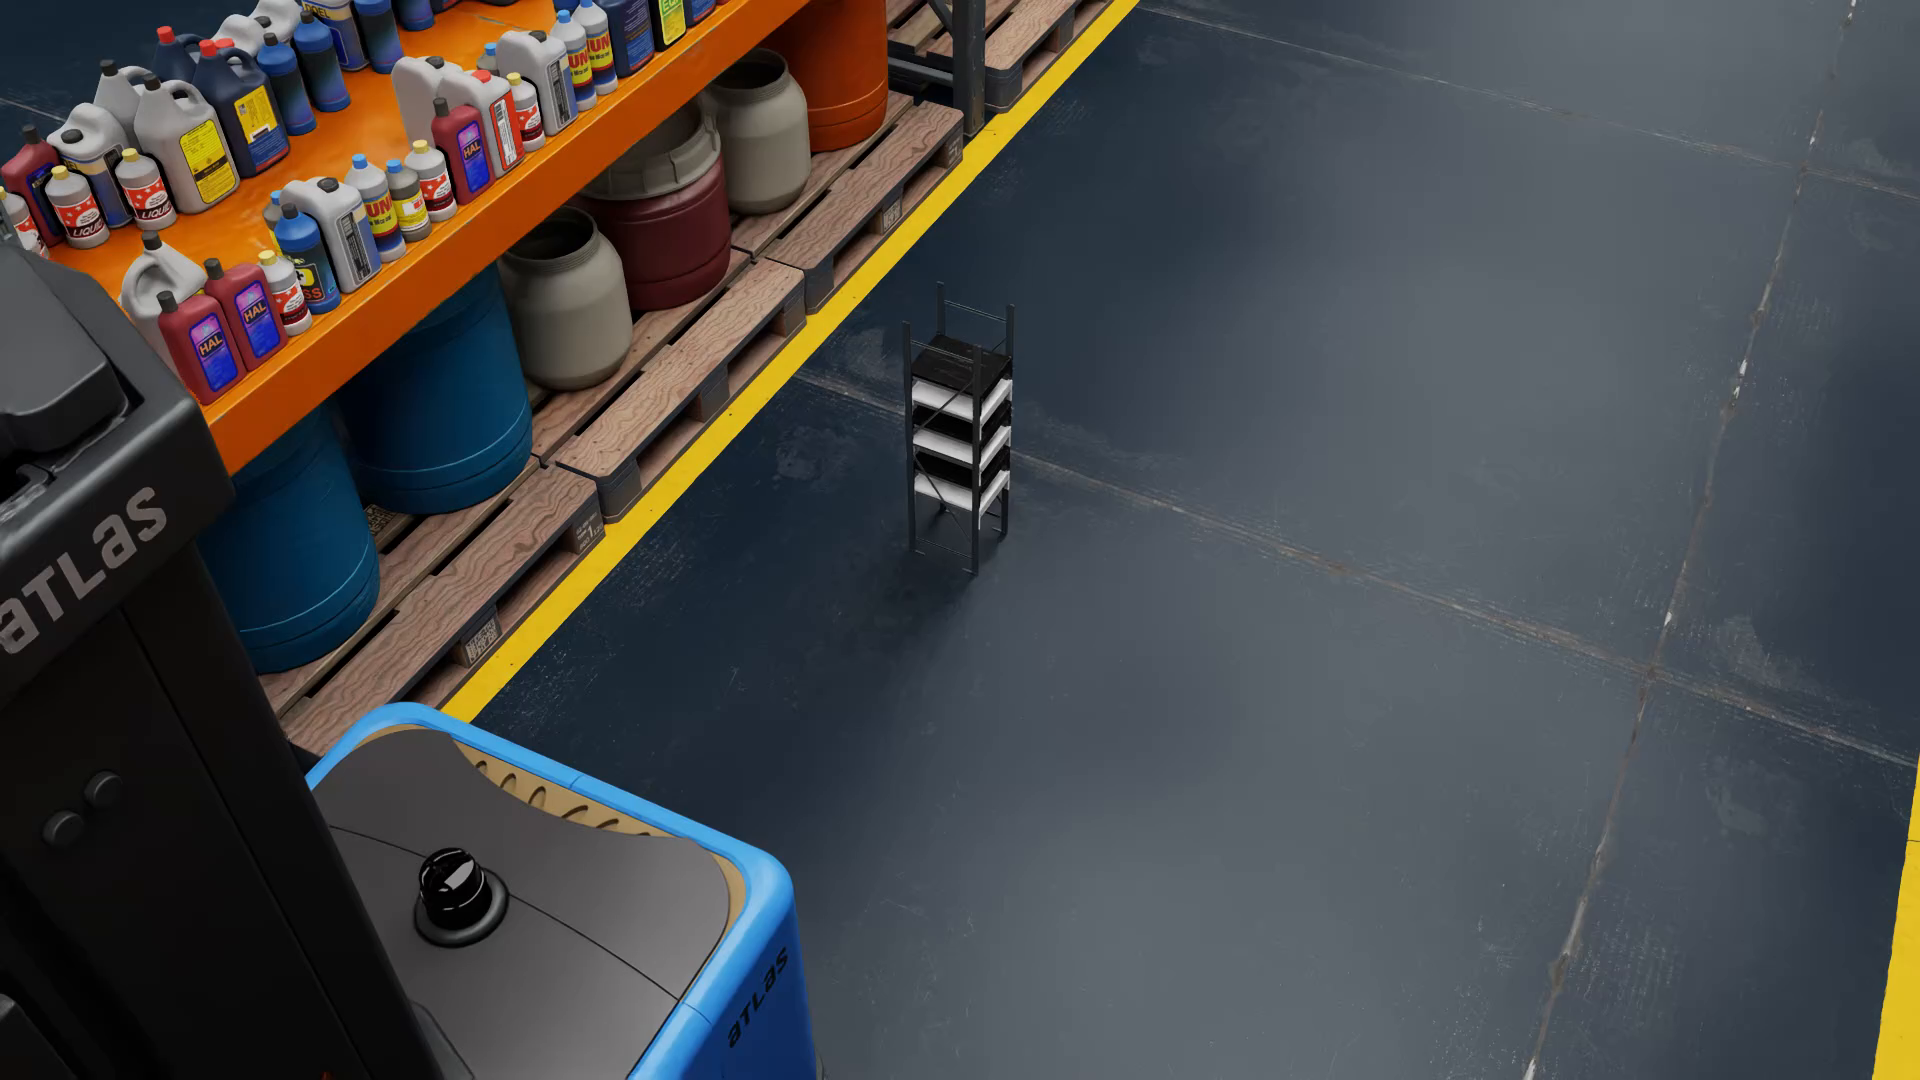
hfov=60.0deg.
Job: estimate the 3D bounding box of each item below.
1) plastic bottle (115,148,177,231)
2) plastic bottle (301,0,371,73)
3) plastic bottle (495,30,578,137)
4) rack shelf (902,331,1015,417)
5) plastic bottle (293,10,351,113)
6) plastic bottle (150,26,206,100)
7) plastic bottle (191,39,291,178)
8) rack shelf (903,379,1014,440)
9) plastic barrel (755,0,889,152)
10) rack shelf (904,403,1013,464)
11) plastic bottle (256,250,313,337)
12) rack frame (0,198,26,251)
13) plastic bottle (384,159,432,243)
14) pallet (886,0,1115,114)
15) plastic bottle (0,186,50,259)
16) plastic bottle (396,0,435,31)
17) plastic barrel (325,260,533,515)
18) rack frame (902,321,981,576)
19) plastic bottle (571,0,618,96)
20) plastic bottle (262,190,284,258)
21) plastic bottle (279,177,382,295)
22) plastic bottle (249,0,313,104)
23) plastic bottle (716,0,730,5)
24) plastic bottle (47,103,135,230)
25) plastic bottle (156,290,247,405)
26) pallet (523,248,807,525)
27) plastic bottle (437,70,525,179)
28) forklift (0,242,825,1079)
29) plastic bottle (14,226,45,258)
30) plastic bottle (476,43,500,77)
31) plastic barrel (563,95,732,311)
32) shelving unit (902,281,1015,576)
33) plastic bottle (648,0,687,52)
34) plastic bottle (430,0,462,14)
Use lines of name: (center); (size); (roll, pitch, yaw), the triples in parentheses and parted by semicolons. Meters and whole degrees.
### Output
plastic bottle: (-2.039, -0.882, 4.152); (0.097, 0.201, 0.097); (0, 45, 0)
plastic bottle: (-1.754, -1.486, 4.697); (0.152, 0.276, 0.135); (20, 49, 19)
plastic bottle: (-1.135, -1.247, 4.461); (0.152, 0.276, 0.135); (20, 49, 19)
rack shelf: (-0.004, -0.478, 4.757); (0.258, 0.077, 0.200); (20, 49, 19)
plastic bottle: (-1.742, -1.309, 4.525); (0.097, 0.271, 0.097); (0, 45, 0)
plastic bottle: (-2.002, -1.182, 4.344); (0.144, 0.351, 0.185); (20, 49, 19)
plastic bottle: (-1.874, -1.134, 4.297); (0.144, 0.351, 0.185); (20, 49, 19)
rack shelf: (-0.004, -0.414, 4.821); (0.258, 0.077, 0.200); (20, 49, 19)
plastic barrel: (-0.580, -1.986, 6.335); (0.600, 0.830, 0.708); (20, 49, 19)
rack shelf: (-0.004, -0.351, 4.885); (0.258, 0.077, 0.200); (20, 49, 19)
plastic bottle: (-1.577, -0.579, 3.853); (0.097, 0.201, 0.097); (0, 45, 0)
rack frame: (-2.224, -0.396, 3.532); (1.000, 3.000, 0.127); (20, 49, 19)
plastic bottle: (-1.379, -0.847, 4.118); (0.097, 0.201, 0.097); (0, 45, 0)
pallet: (0.026, -2.411, 7.484); (1.003, 0.211, 1.213); (20, 49, 19)
plastic bottle: (-2.298, -0.763, 4.035); (0.097, 0.201, 0.097); (0, 45, 0)
plastic bottle: (-1.609, -1.630, 4.843); (0.097, 0.271, 0.097); (0, 45, 0)
plastic barrel: (-1.628, -0.589, 4.903); (0.600, 0.901, 0.708); (20, 49, 19)
rack frame: (-0.051, -0.247, 4.862); (0.240, 0.900, 0.006); (20, 49, 19)
plastic bottle: (-1.011, -1.371, 4.586); (0.097, 0.271, 0.097); (0, 45, 0)
plastic bottle: (-1.621, -0.752, 4.024); (0.097, 0.201, 0.097); (0, 45, 0)
plastic bottle: (-1.502, -0.748, 3.968); (0.152, 0.276, 0.135); (20, 49, 19)
plastic bottle: (-1.862, -1.340, 4.552); (0.152, 0.276, 0.135); (20, 49, 19)
plastic bottle: (-0.708, -1.759, 4.961); (0.061, 0.283, 0.133); (20, 49, 19)
plastic bottle: (-2.158, -0.937, 4.155); (0.152, 0.276, 0.135); (20, 49, 19)
plastic bottle: (-1.676, -0.445, 3.663); (0.061, 0.283, 0.133); (20, 49, 19)
pallet: (-1.264, -0.659, 5.753); (1.003, 0.211, 1.213); (20, 49, 19)
plastic bottle: (-1.242, -1.101, 4.317); (0.152, 0.276, 0.135); (20, 49, 19)
forklift: (-1.401, 1.130, 2.073); (1.130, 2.935, 3.031); (19, 48, 18)
plastic bottle: (-2.209, -0.651, 3.924); (0.097, 0.201, 0.097); (0, 45, 0)
plastic bottle: (-1.254, -1.251, 4.517); (0.097, 0.201, 0.097); (0, 45, 0)
plastic barrel: (-1.104, -1.190, 5.718); (0.600, 0.588, 0.708); (20, 49, 19)
shelving unit: (-0.004, -0.311, 4.925); (0.258, 0.900, 0.210); (20, 49, 19)
plastic bottle: (-0.856, -1.558, 4.763); (0.061, 0.283, 0.133); (20, 49, 19)
plastic bottle: (-1.576, -1.759, 4.915); (0.144, 0.351, 0.185); (20, 49, 19)
